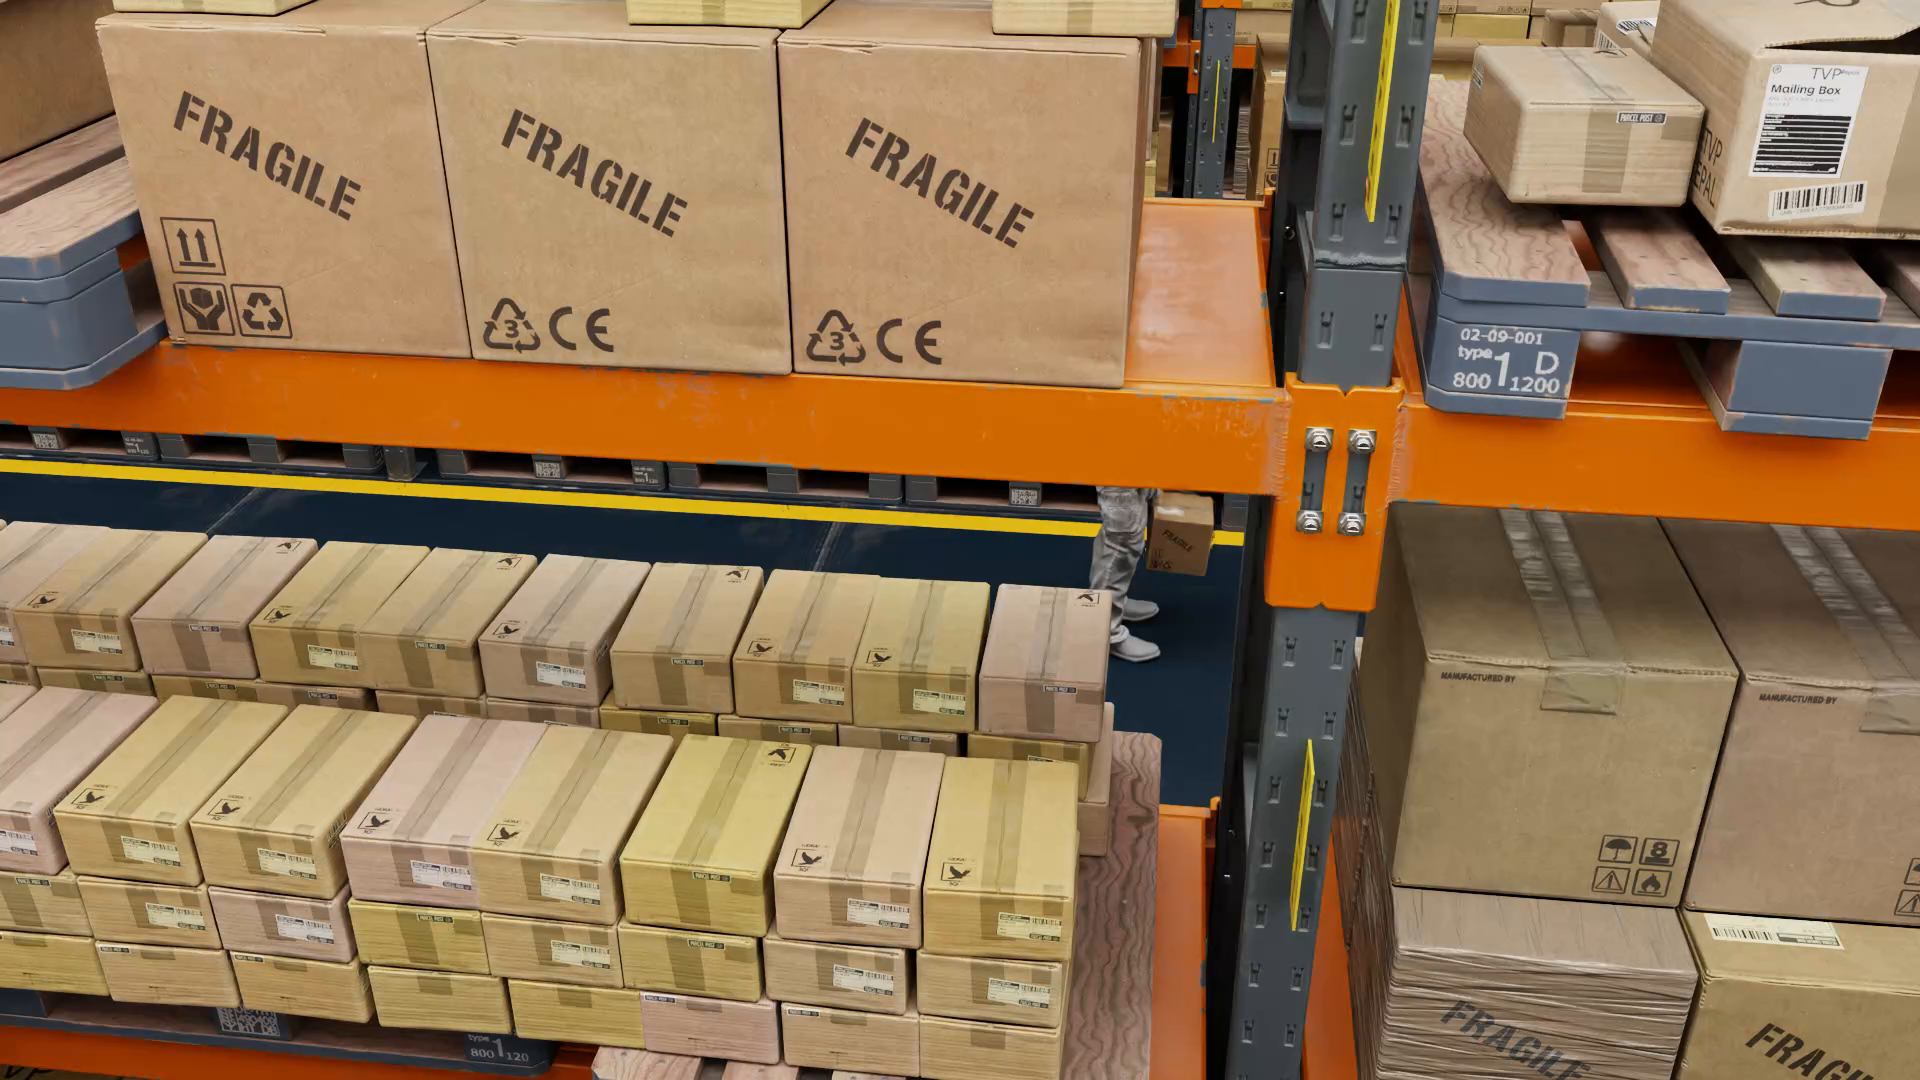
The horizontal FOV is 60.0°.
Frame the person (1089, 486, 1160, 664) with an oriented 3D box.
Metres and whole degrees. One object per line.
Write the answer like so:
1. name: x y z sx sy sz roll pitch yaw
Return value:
1. person: 0.686 -0.389 6.841 0.451 1.772 0.618 2 28 4
